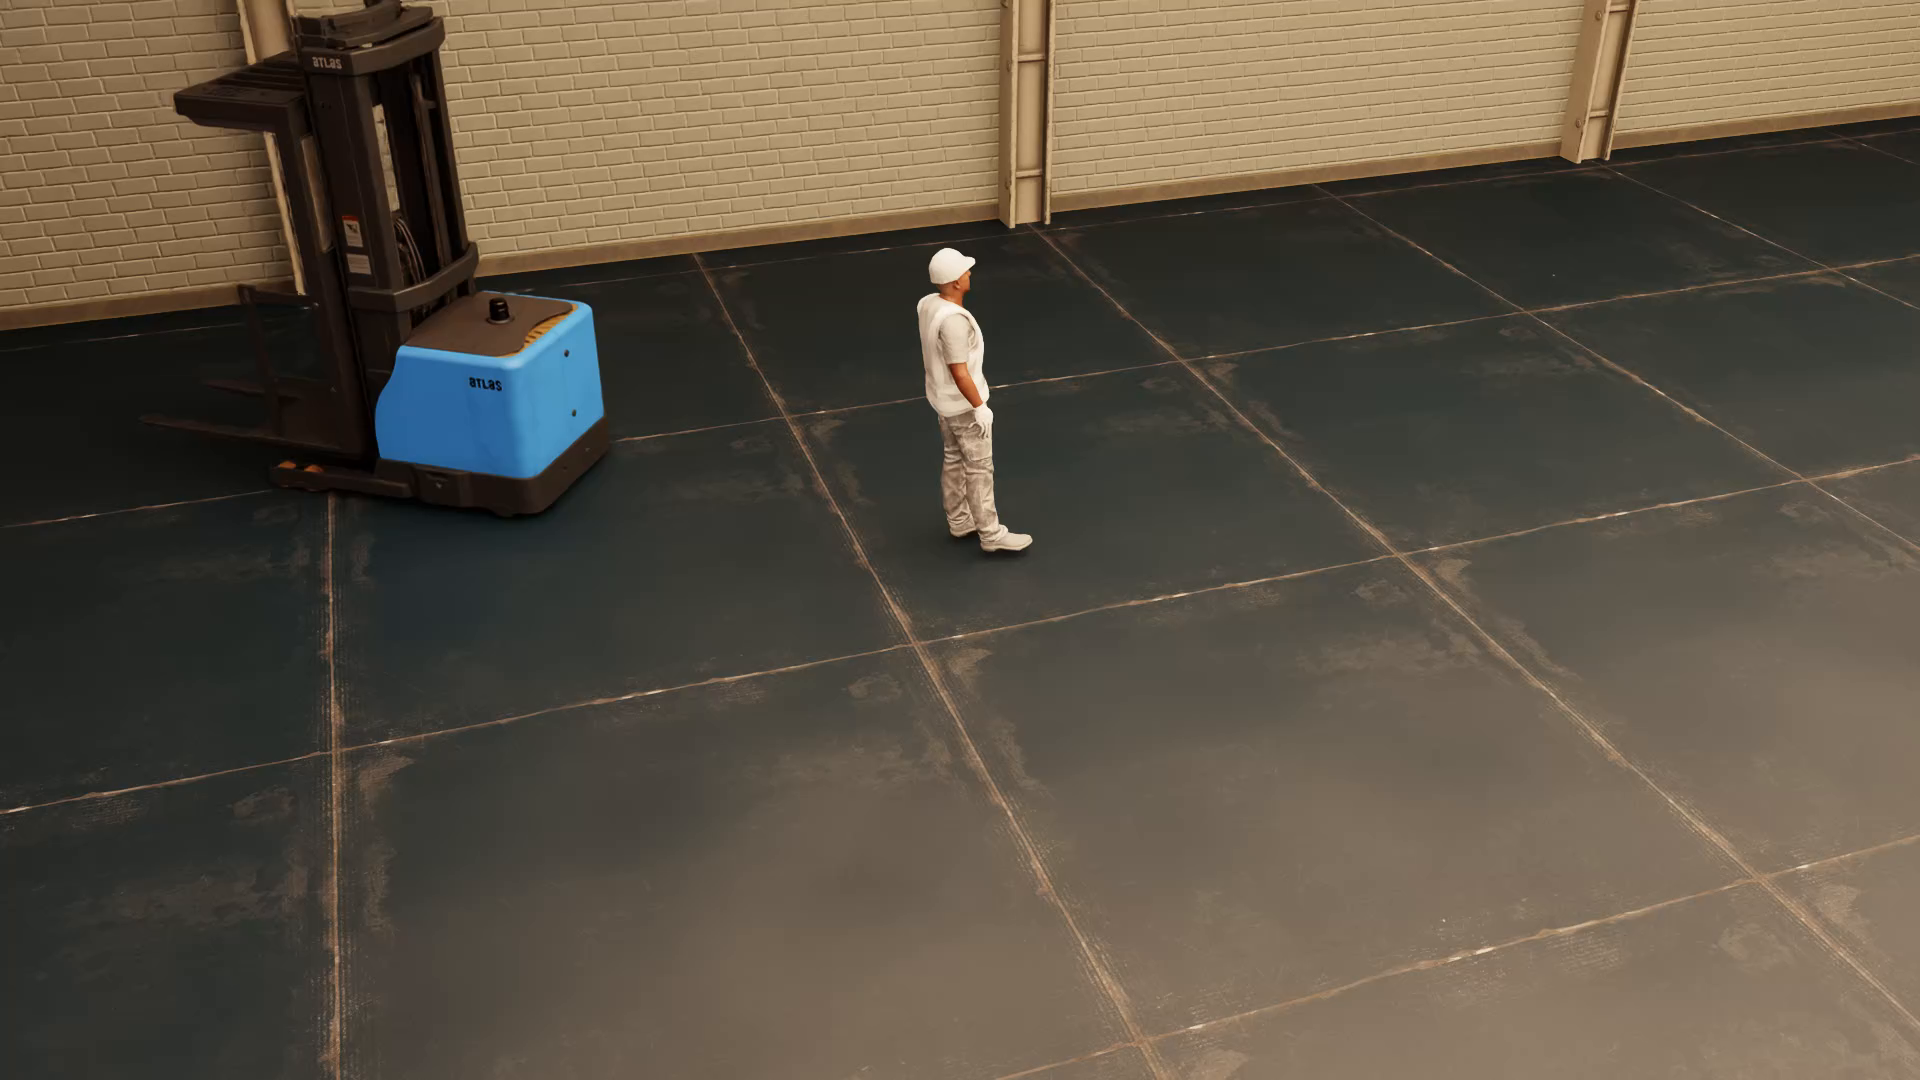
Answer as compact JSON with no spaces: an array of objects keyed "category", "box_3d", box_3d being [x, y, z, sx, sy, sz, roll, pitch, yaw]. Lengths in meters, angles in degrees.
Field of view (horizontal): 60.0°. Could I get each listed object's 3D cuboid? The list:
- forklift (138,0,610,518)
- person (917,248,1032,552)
[{"category":"forklift","box_3d":[-3.876,-1.816,10.243,3.031,2.935,1.130,8,31,14]},{"category":"person","box_3d":[0.071,-0.822,9.571,0.575,1.784,0.657,-10,31,-16]}]
